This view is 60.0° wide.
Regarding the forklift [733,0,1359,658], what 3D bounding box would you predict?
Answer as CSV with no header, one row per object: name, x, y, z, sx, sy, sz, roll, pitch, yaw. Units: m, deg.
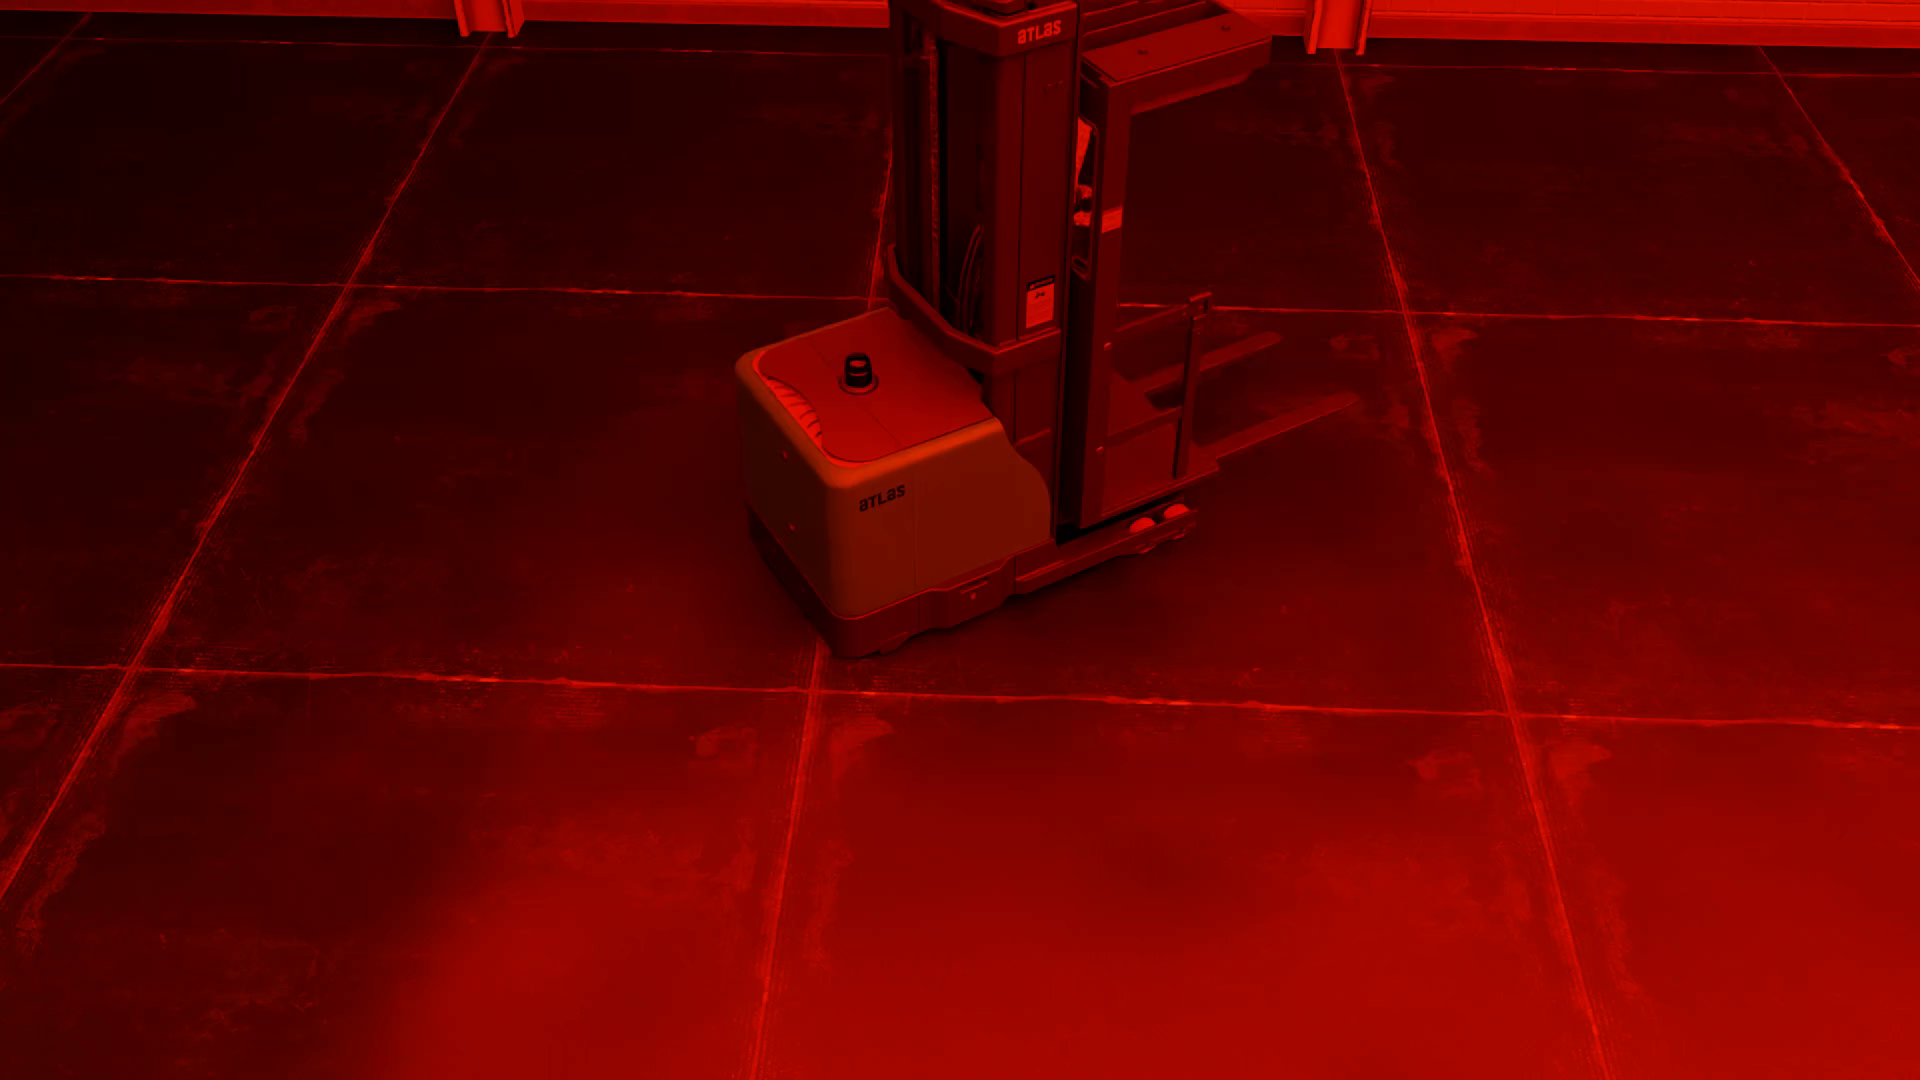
forklift,0.536,-1.309,7.177,3.031,2.935,1.130,-22,47,-22

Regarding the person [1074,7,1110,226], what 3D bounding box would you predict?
person,0.663,-2.655,9.594,0.389,1.668,0.499,2,42,2
